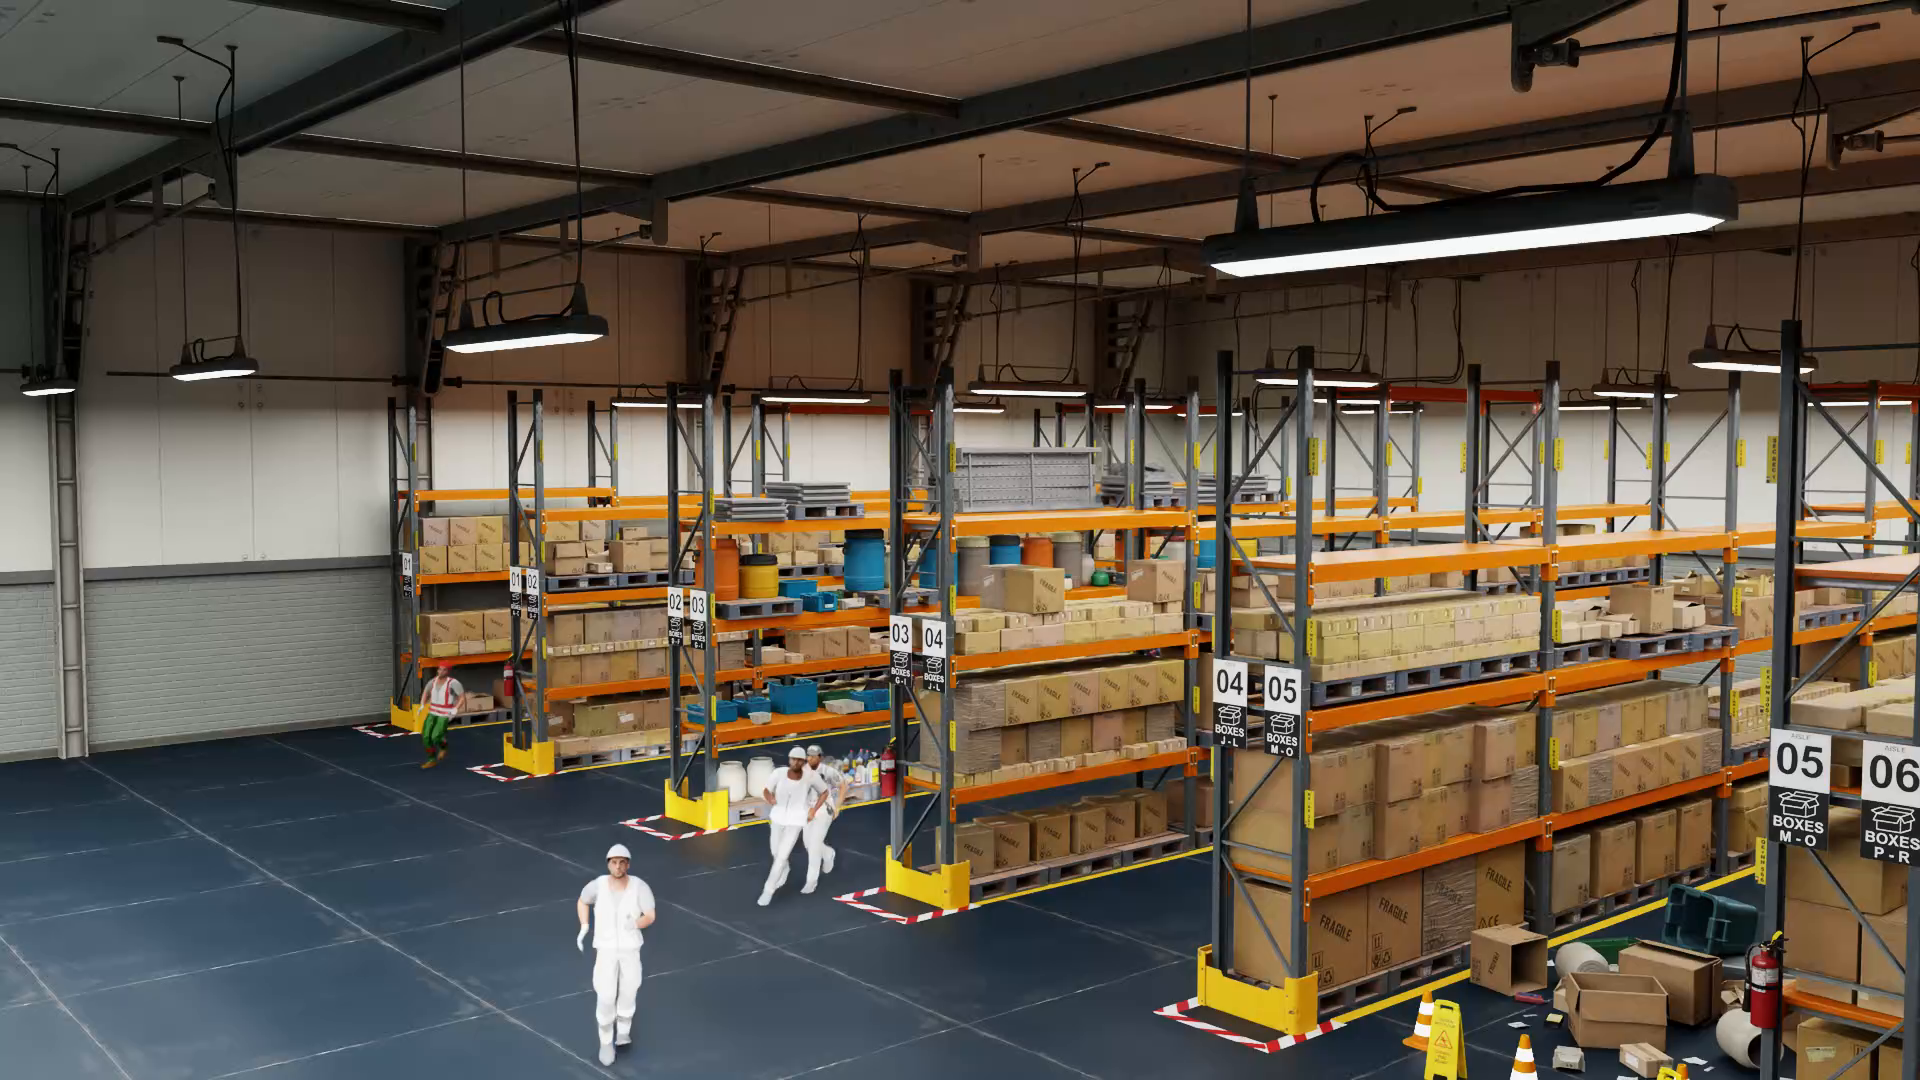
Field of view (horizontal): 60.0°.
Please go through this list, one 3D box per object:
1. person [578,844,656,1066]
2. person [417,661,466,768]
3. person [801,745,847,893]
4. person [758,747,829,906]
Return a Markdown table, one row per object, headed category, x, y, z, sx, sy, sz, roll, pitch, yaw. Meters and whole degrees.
| category | x | y | z | sx | sy | sz | roll | pitch | yaw |
| --- | --- | --- | --- | --- | --- | --- | --- | --- | --- |
| person | -2.871 | 3.457 | 13.924 | 0.641 | 1.817 | 0.735 | -1 | 3 | -15 |
| person | -8.252 | 2.769 | 26.431 | 0.707 | 1.723 | 0.548 | 1 | 3 | 15 |
| person | -1.668 | 3.217 | 19.455 | 0.643 | 1.674 | 0.841 | 2 | 4 | 27 |
| person | -1.893 | 3.194 | 18.833 | 0.707 | 1.737 | 0.933 | 1 | 3 | 15 |
